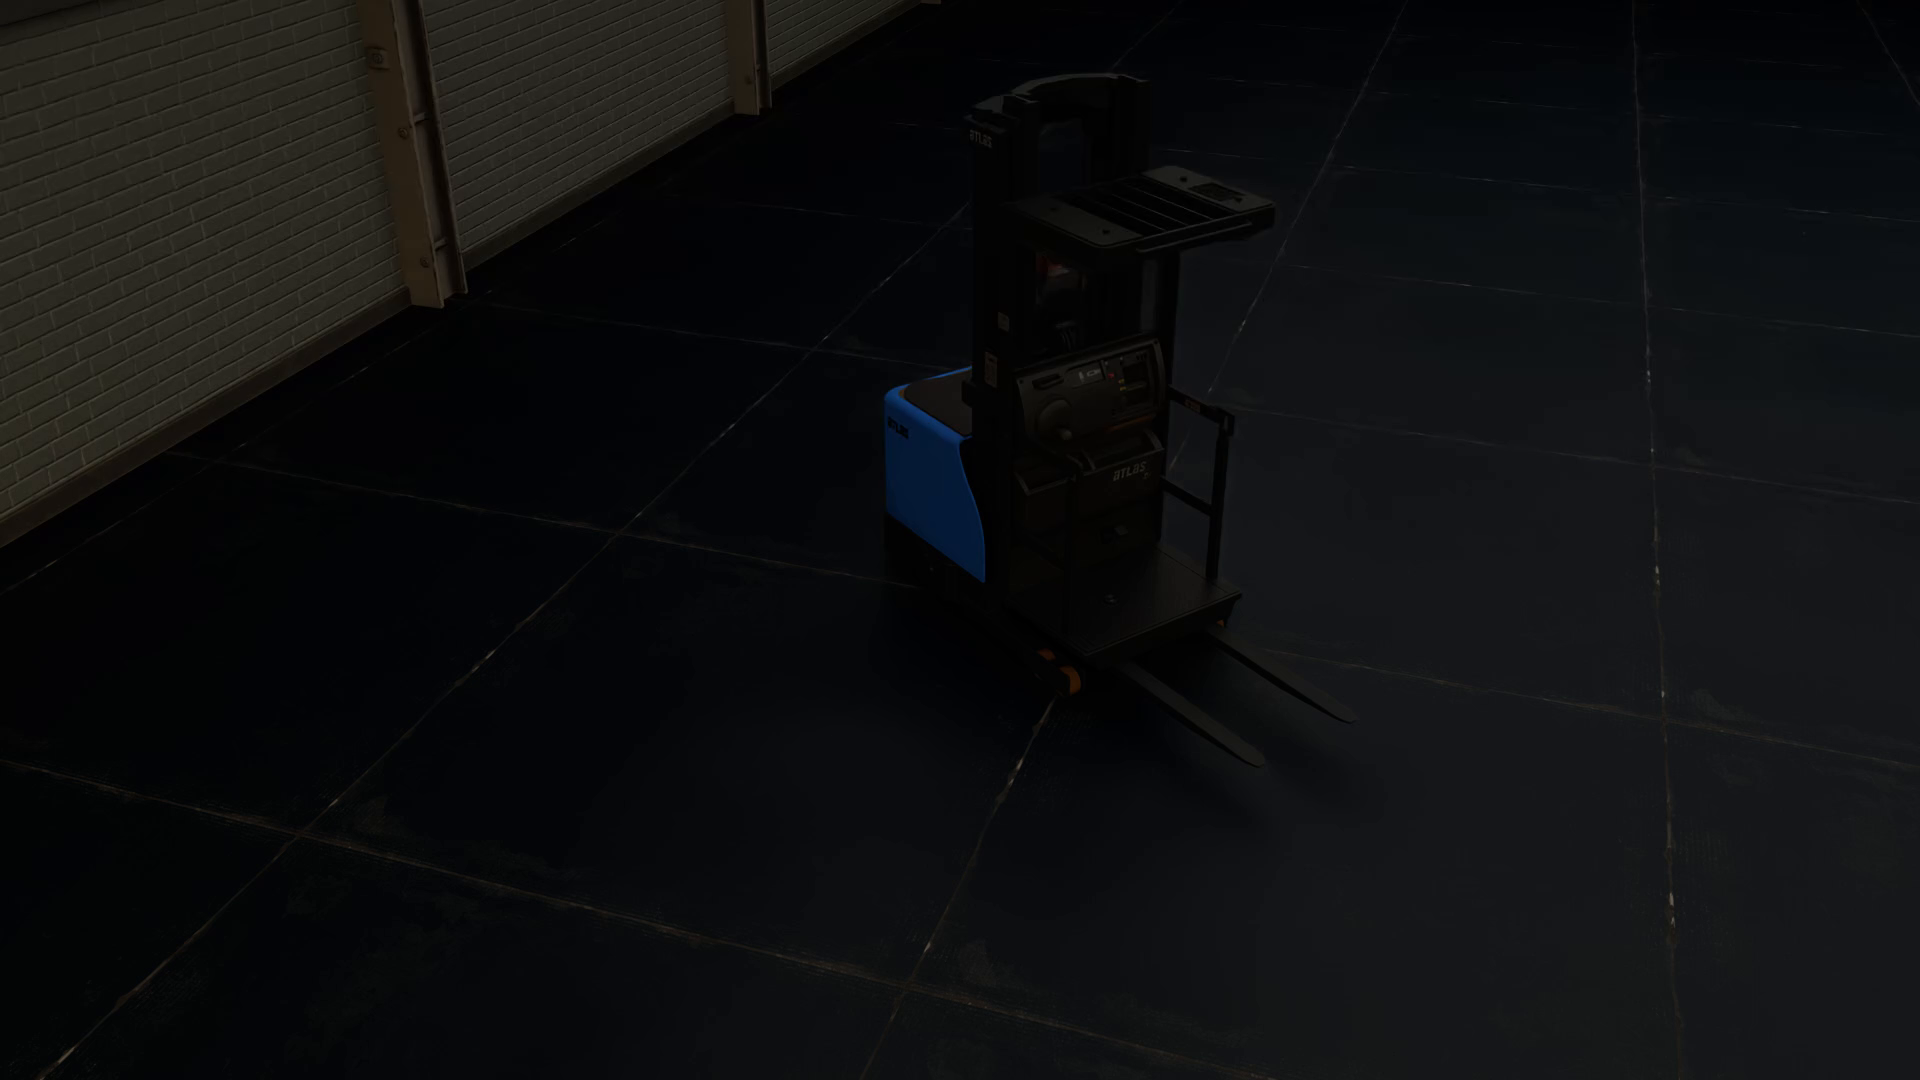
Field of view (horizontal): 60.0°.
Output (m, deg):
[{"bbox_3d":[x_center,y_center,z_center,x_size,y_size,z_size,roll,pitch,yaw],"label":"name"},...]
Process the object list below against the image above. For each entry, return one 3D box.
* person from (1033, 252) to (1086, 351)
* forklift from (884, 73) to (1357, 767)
[{"bbox_3d":[0.561,-1.171,10.678,0.627,1.502,0.806,5,30,8],"label":"person"},{"bbox_3d":[0.804,-0.727,8.412,1.130,2.935,3.031,-19,35,-30],"label":"forklift"}]
